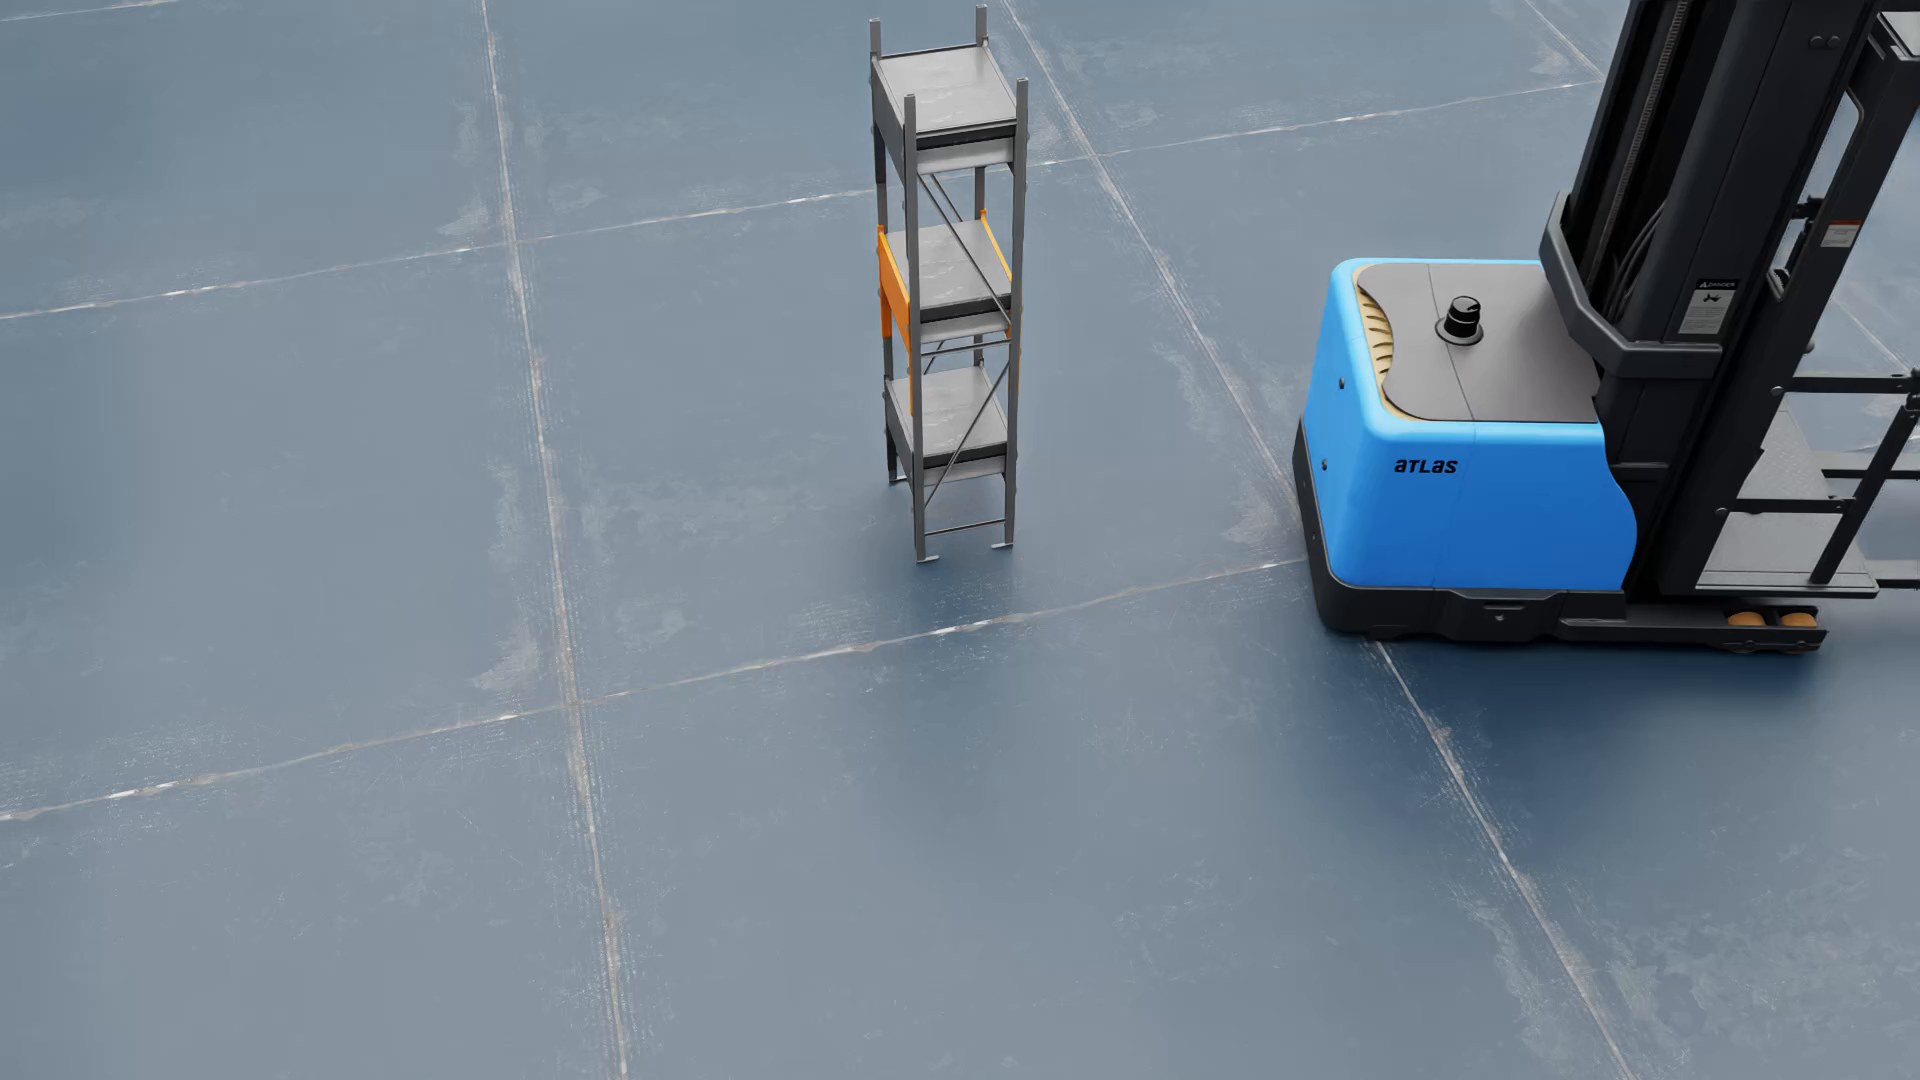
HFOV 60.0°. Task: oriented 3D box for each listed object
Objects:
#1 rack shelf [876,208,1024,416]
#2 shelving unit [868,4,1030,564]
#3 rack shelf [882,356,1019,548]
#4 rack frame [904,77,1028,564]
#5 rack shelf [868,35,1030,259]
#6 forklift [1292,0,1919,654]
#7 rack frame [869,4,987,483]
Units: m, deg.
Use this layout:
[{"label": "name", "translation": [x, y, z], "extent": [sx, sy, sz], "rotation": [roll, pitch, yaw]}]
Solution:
[{"label": "rack shelf", "translation": [-0.042, -0.840, 6.122], "extent": [0.431, 0.518, 0.480], "rotation": [-11, 47, -10]}, {"label": "shelving unit", "translation": [-0.042, -0.849, 6.112], "extent": [0.431, 2.100, 0.503], "rotation": [-11, 47, -10]}, {"label": "rack shelf", "translation": [-0.042, -0.350, 6.622], "extent": [0.431, 0.518, 0.480], "rotation": [-11, 47, -10]}, {"label": "rack frame", "translation": [0.020, -0.681, 5.947], "extent": [0.400, 2.100, 0.015], "rotation": [-11, 47, -10]}, {"label": "rack shelf", "translation": [-0.042, -1.330, 5.622], "extent": [0.431, 0.518, 0.480], "rotation": [-11, 47, -10]}, {"label": "forklift", "translation": [2.896, -0.980, 5.658], "extent": [3.031, 2.935, 1.130], "rotation": [1, 46, 1]}, {"label": "rack frame", "translation": [-0.105, -1.018, 6.277], "extent": [0.400, 2.100, 0.015], "rotation": [-11, 47, -10]}]
